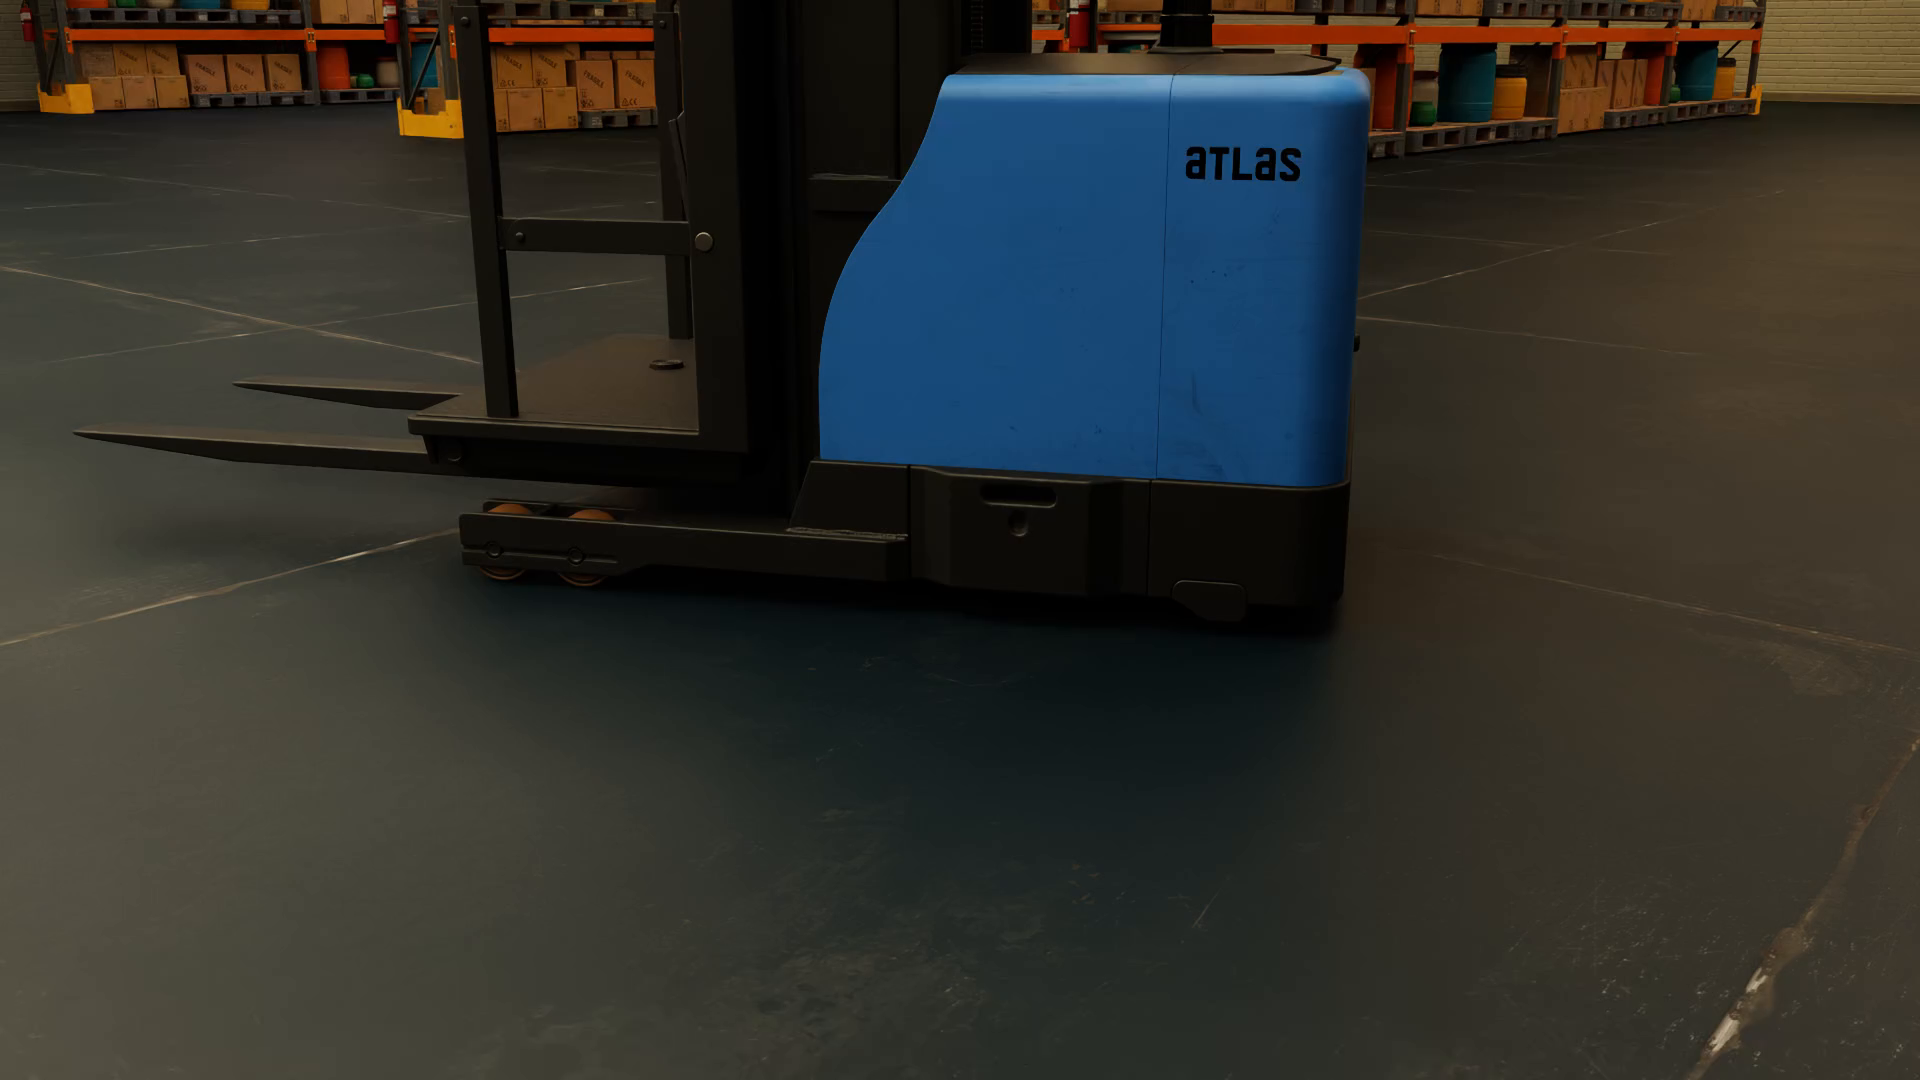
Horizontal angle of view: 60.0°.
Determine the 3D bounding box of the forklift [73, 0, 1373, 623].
[{"bbox_3d":[-0.610,-1.445,3.655,3.031,2.935,1.130,4,17,13],"label":"forklift"}]
